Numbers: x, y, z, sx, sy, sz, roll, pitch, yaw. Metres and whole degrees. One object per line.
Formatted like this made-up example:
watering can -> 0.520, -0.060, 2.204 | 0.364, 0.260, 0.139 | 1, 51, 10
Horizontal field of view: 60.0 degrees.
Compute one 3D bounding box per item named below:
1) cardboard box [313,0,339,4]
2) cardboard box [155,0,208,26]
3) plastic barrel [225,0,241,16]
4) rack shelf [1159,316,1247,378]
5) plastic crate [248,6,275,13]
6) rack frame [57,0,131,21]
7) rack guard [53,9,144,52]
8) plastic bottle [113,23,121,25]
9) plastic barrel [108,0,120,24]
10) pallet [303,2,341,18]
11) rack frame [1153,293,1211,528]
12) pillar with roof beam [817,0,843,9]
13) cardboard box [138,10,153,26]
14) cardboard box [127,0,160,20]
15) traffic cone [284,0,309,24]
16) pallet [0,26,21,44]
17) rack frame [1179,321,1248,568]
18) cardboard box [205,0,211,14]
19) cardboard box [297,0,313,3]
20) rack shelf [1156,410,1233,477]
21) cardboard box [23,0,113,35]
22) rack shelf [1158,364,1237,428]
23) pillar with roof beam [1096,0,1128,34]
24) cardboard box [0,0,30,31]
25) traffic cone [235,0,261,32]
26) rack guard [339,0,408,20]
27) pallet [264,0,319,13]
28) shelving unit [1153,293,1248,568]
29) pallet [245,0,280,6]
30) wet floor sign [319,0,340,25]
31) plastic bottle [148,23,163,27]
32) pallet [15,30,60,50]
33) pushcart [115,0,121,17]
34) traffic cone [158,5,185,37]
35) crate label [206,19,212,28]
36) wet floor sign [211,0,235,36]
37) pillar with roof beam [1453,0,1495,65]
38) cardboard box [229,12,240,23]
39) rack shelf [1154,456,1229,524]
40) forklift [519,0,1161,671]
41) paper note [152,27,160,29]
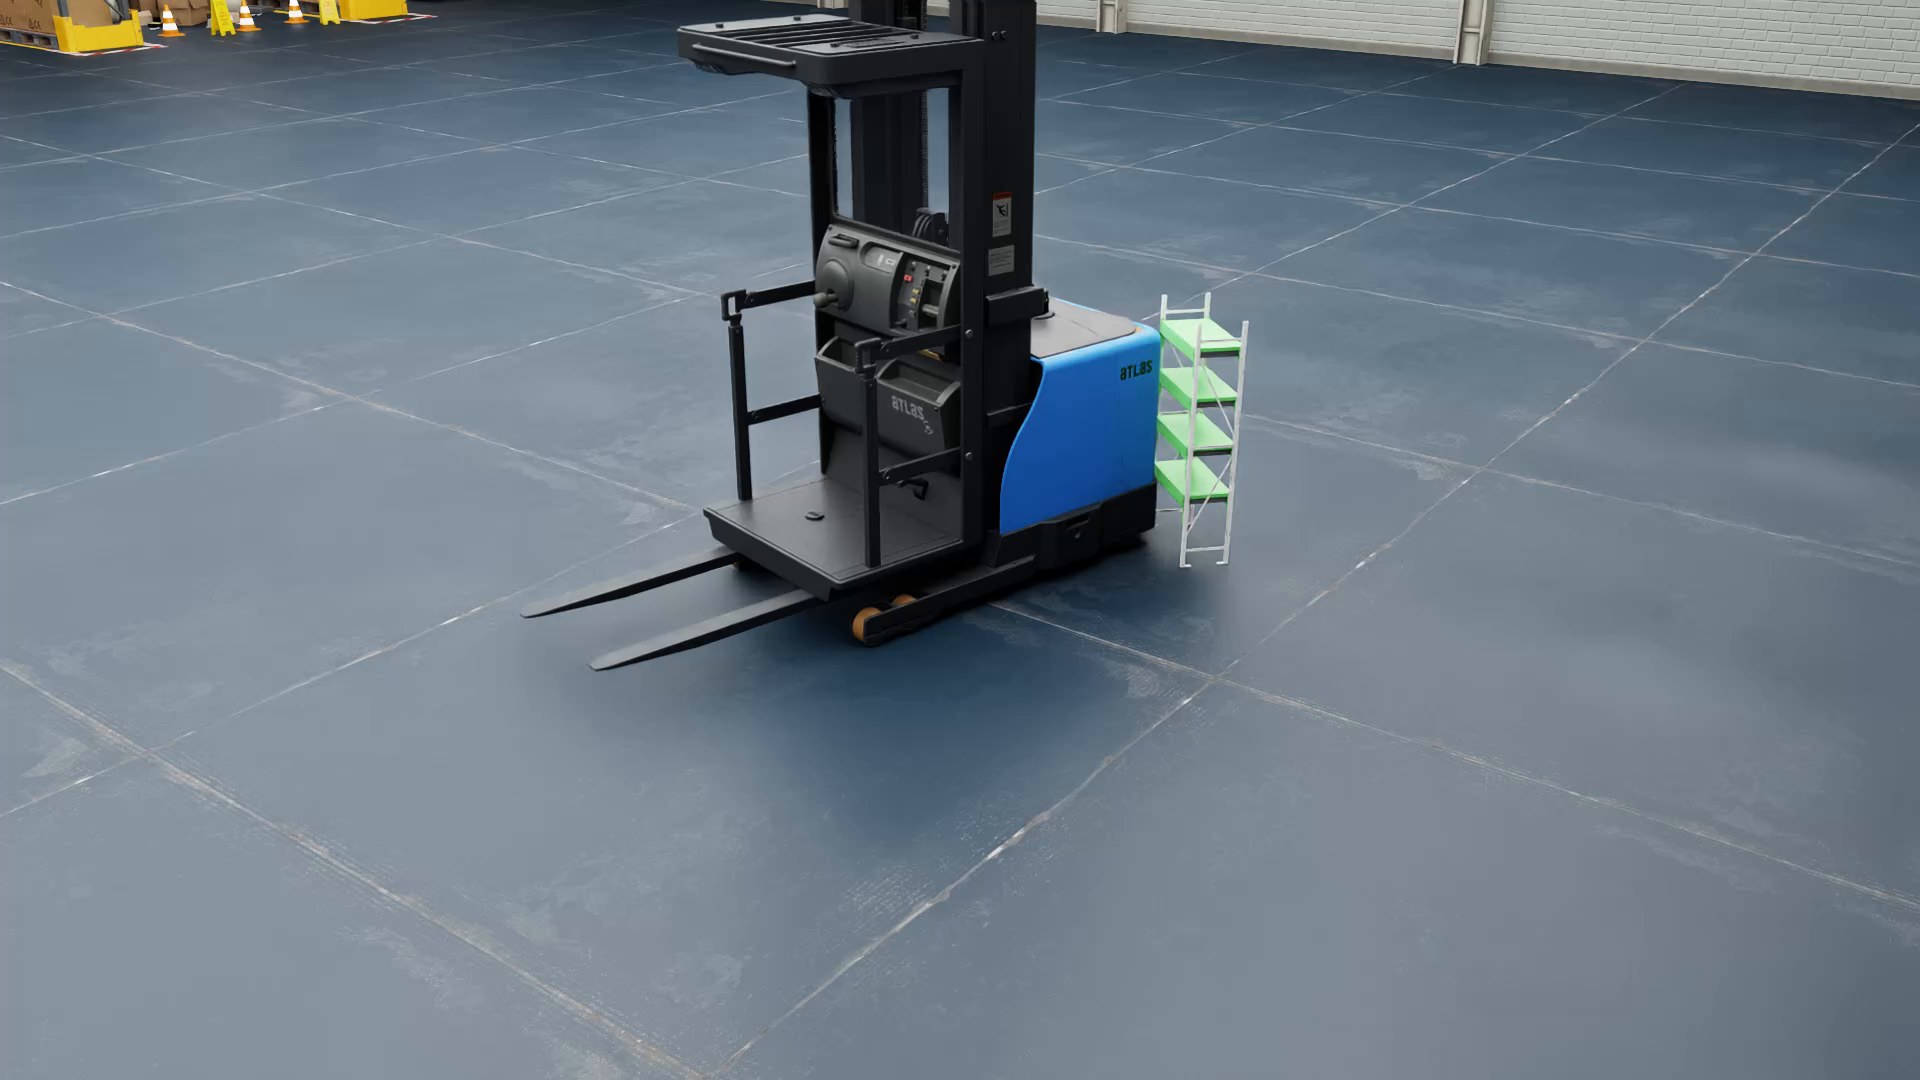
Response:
cardboard box -> -10.932, -9.498, 28.977 | 0.500, 0.250, 0.500 | 17, 29, 33
cardboard box -> -13.029, -8.916, 27.861 | 0.637, 0.503, 0.797 | -1, 24, -3
plastic barrel -> -12.665, -9.282, 28.792 | 0.512, 0.421, 0.421 | -5, 24, -12
rack shelf -> 1.130, -0.907, 7.784 | 0.258, 0.148, 0.480 | -4, 24, -12
plastic crate -> -12.541, -9.437, 29.569 | 0.583, 0.080, 0.402 | 7, 25, 15
rack frame -> -12.993, -8.829, 24.567 | 0.127, 3.000, 1.000 | 17, 29, 33
rack guard -> -12.973, -7.679, 25.058 | 0.348, 0.500, 1.175 | 17, 29, 33
plastic bottle -> -13.899, -8.475, 27.409 | 0.133, 0.061, 0.283 | 7, 25, 15
plastic barrel -> -14.366, -8.838, 27.783 | 0.512, 0.421, 0.421 | -5, 24, -12
pallet -> -10.794, -9.400, 29.323 | 1.213, 0.211, 1.003 | 17, 29, 33
rack frame -> 1.072, -0.622, 8.169 | 0.240, 1.200, 0.015 | -4, 24, -12
pillar with roof beam -> -4.928, -12.417, 25.271 | 0.400, 9.000, 9.100 | 17, 29, 33
cardboard box -> -13.713, -8.723, 27.719 | 0.396, 0.266, 0.258 | -21, 31, -39
cardboard box -> -13.782, -9.201, 28.341 | 0.503, 0.637, 0.797 | 17, 29, 33
traffic cone -> -11.222, -8.977, 28.050 | 0.334, 0.463, 0.336 | 17, 29, 33
pallet -> -14.651, -8.016, 26.181 | 1.213, 0.211, 1.003 | 17, 29, 33
rack frame -> 1.176, -0.430, 7.733 | 0.240, 1.200, 0.015 | -4, 24, -12
cardboard box -> -13.264, -9.577, 29.362 | 0.500, 0.500, 0.500 | -5, 24, -12
cardboard box -> -11.323, -9.620, 29.254 | 0.500, 0.250, 0.500 | 17, 29, 33
rack shelf -> 1.123, -0.467, 7.976 | 0.258, 0.148, 0.480 | -4, 24, -12
cardboard box -> -13.575, -8.191, 25.235 | 0.875, 0.875, 0.875 | 17, 29, 34
rack shelf -> 1.127, -0.687, 7.880 | 0.258, 0.148, 0.480 | -4, 24, -12
pillar with roof beam -> -0.127, -10.966, 21.978 | 0.400, 9.000, 9.100 | 17, 29, 33
cardboard box -> -14.280, -8.403, 25.716 | 0.875, 0.875, 0.875 | 16, 29, 32
traffic cone -> -11.616, -8.537, 27.051 | 0.334, 0.463, 0.336 | 17, 29, 33
rack guard -> -10.166, -9.325, 28.793 | 0.348, 0.500, 1.175 | 17, 29, 33
pallet -> -11.766, -9.695, 29.993 | 1.213, 0.211, 1.003 | 17, 29, 33
shelving unit -> 1.124, -0.526, 7.951 | 0.258, 1.200, 0.503 | -4, 24, -12
pallet -> -12.747, -9.990, 30.662 | 1.213, 0.211, 1.003 | 17, 29, 33
wet floor sign -> -10.594, -8.982, 27.834 | 0.267, 0.644, 0.232 | -15, 28, -30
plastic bottle -> -13.344, -8.528, 27.530 | 0.283, 0.061, 0.133 | 7, 25, 15
pallet -> -13.679, -7.721, 25.511 | 1.213, 0.211, 1.003 | 17, 29, 33
pushcart -> -14.633, -9.470, 29.274 | 0.936, 0.377, 1.648 | 7, 25, 15
traffic cone -> -12.566, -8.254, 26.410 | 0.334, 0.463, 0.336 | 17, 29, 33
crate label -> -12.282, -8.558, 27.503 | 0.298, 0.136, 0.250 | 3, 24, 6
wet floor sign -> -11.782, -8.383, 26.476 | 0.232, 0.644, 0.267 | 12, 26, 24
pillar with roof beam -> 4.674, -9.515, 18.685 | 0.400, 9.000, 9.100 | 17, 29, 33
cardboard box -> -12.364, -8.811, 28.062 | 0.380, 0.149, 0.250 | -10, 26, -21
rack shelf -> 1.120, -0.247, 8.073 | 0.258, 0.148, 0.480 | -4, 24, -12
forklift -> -0.487, -1.121, 7.159 | 3.031, 2.935, 1.130 | -19, 30, -36
paper note -> -13.196, -8.386, 27.247 | 0.144, 0.017, 0.142 | -15, 28, -30
